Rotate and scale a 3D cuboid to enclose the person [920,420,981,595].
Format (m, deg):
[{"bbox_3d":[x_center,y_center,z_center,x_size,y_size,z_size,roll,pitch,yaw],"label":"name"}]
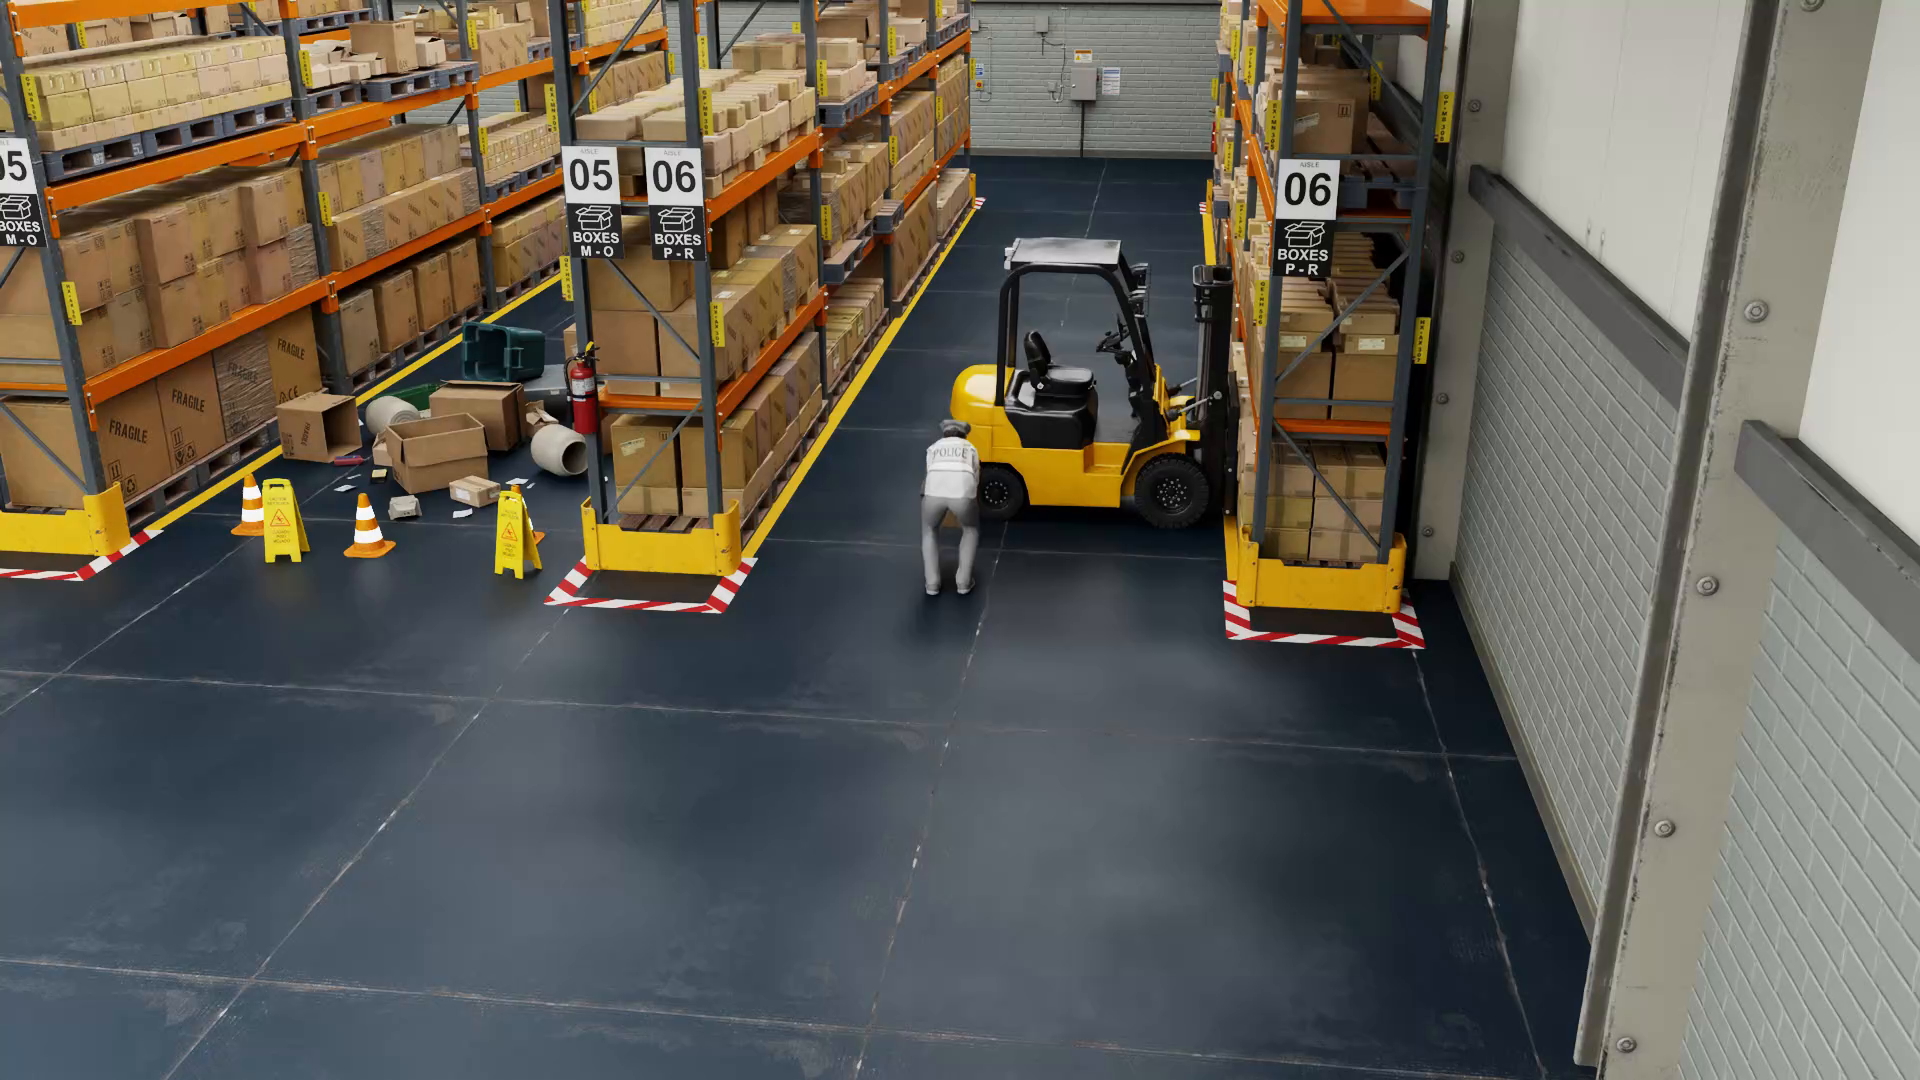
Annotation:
[{"bbox_3d":[-0.060,-0.246,12.381,0.435,1.184,0.920,2,21,4],"label":"person"}]
